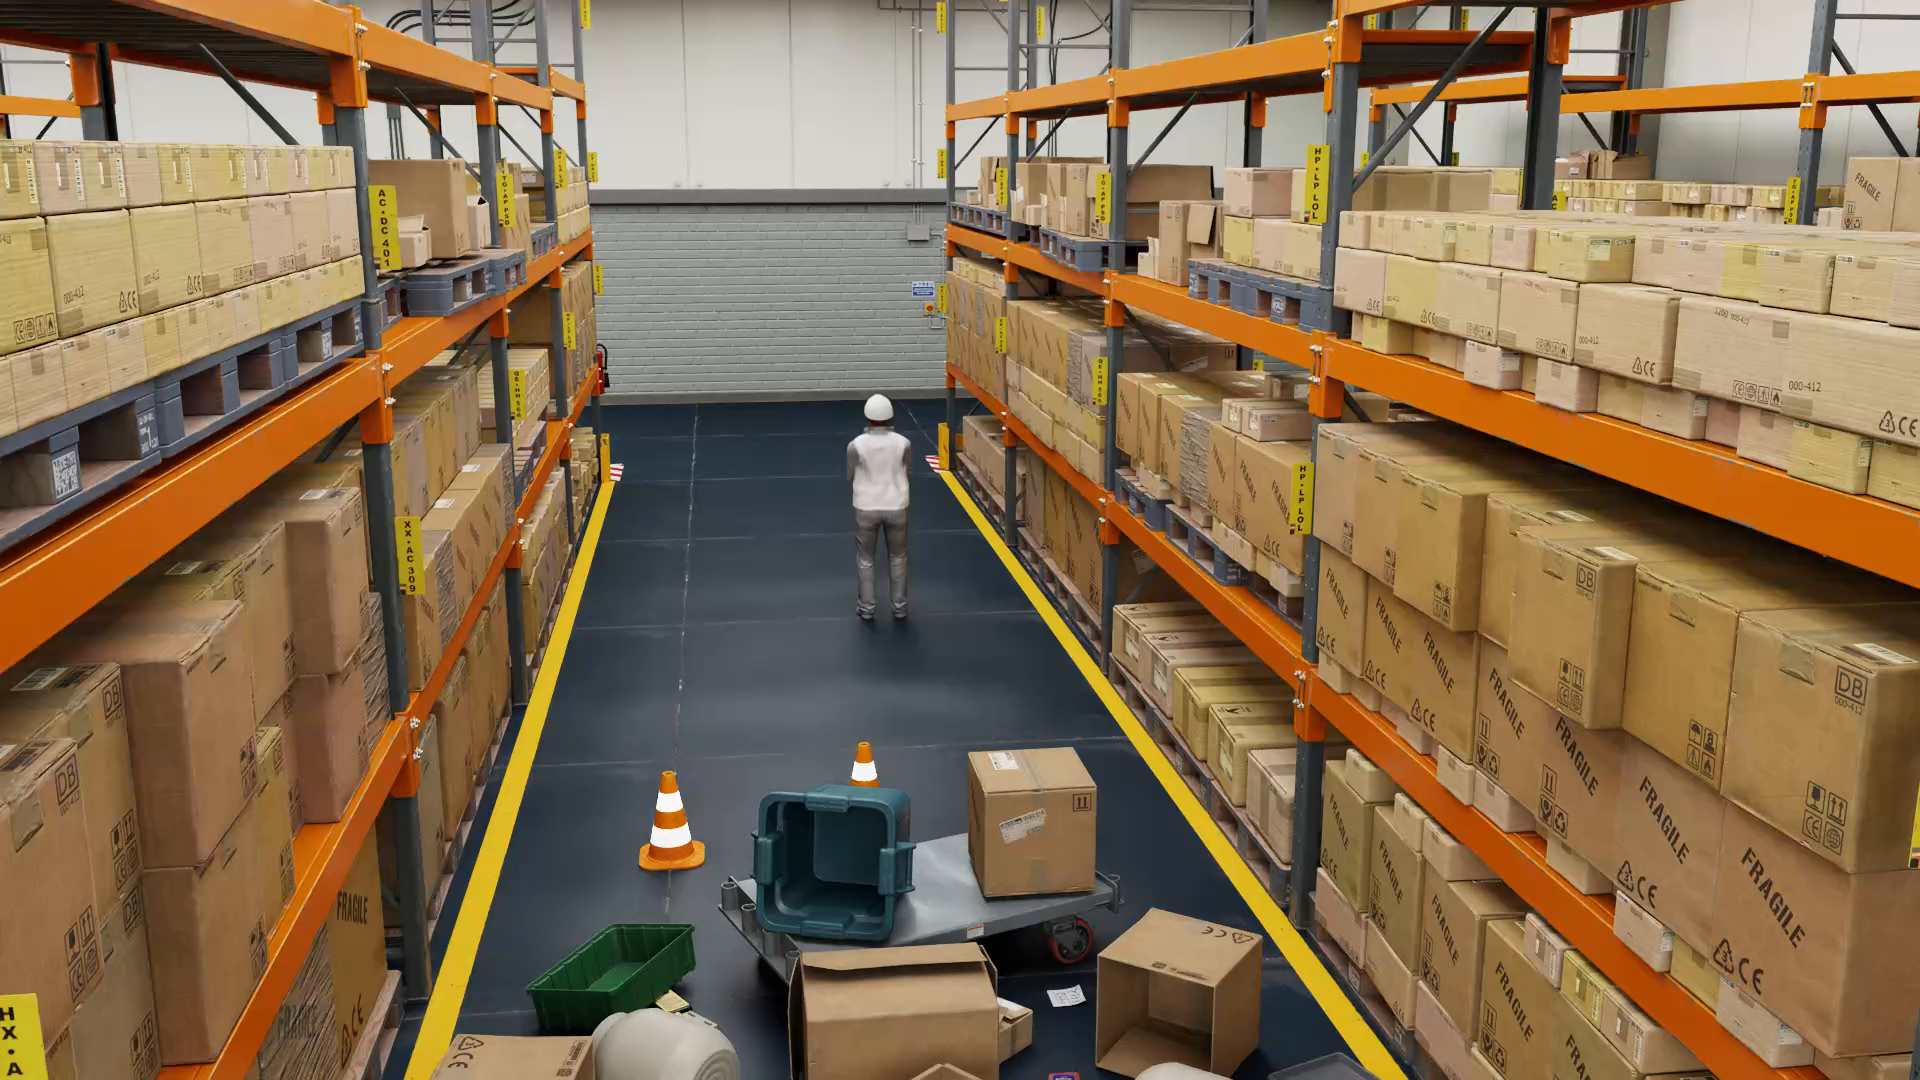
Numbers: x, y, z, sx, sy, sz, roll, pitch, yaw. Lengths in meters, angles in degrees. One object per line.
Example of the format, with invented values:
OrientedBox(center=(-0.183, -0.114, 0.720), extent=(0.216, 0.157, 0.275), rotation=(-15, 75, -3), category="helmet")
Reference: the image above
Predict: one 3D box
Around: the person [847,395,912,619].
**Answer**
OrientedBox(center=(-0.639, -0.278, 13.119), extent=(0.514, 1.775, 0.542), rotation=(-2, 13, -9), category="person")
